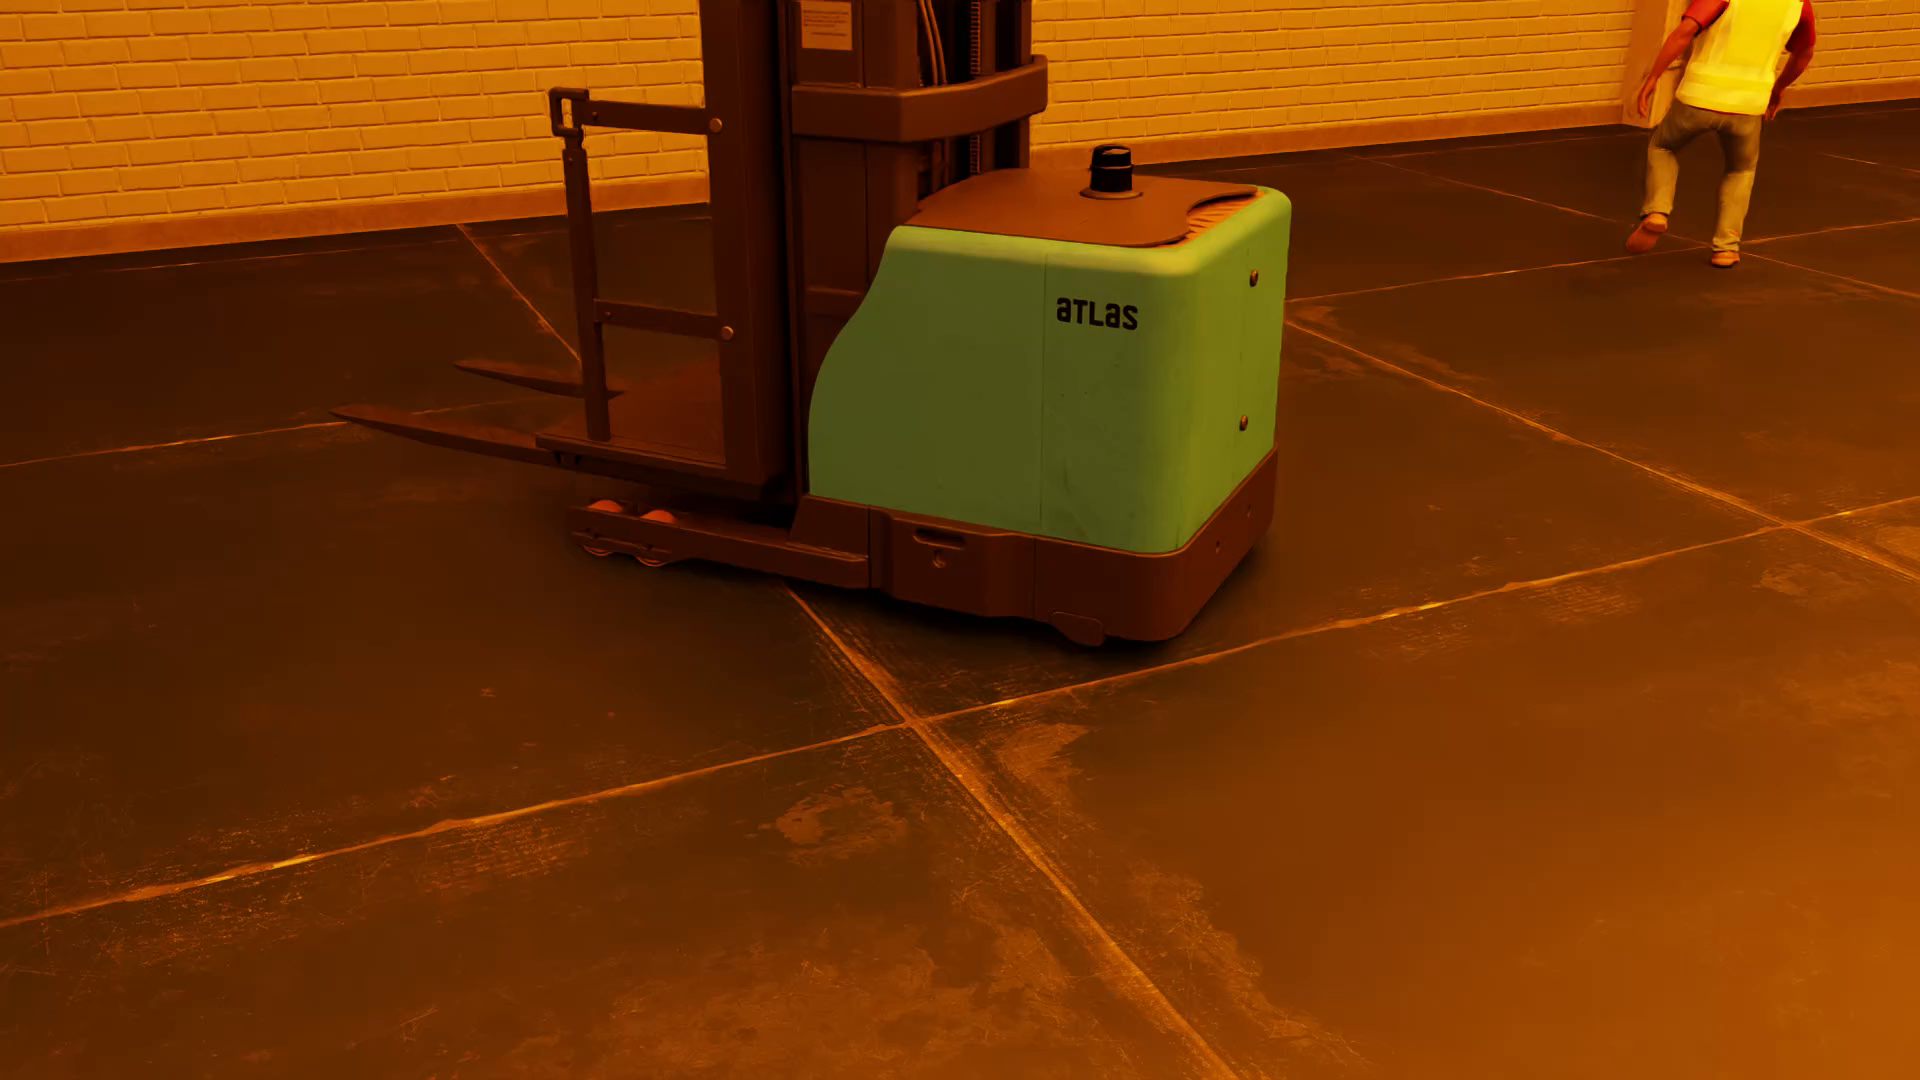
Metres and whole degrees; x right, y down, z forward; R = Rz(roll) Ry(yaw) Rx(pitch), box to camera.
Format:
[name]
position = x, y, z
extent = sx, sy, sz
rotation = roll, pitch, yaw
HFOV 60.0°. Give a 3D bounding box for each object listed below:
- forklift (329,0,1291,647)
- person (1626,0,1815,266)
[forklift]
position = -0.605, -1.443, 4.760
extent = 3.031, 2.935, 1.130
rotation = 10, 25, 23
[person]
position = 3.758, -2.202, 8.253
extent = 0.848, 1.662, 0.638
rotation = 4, 23, 9
